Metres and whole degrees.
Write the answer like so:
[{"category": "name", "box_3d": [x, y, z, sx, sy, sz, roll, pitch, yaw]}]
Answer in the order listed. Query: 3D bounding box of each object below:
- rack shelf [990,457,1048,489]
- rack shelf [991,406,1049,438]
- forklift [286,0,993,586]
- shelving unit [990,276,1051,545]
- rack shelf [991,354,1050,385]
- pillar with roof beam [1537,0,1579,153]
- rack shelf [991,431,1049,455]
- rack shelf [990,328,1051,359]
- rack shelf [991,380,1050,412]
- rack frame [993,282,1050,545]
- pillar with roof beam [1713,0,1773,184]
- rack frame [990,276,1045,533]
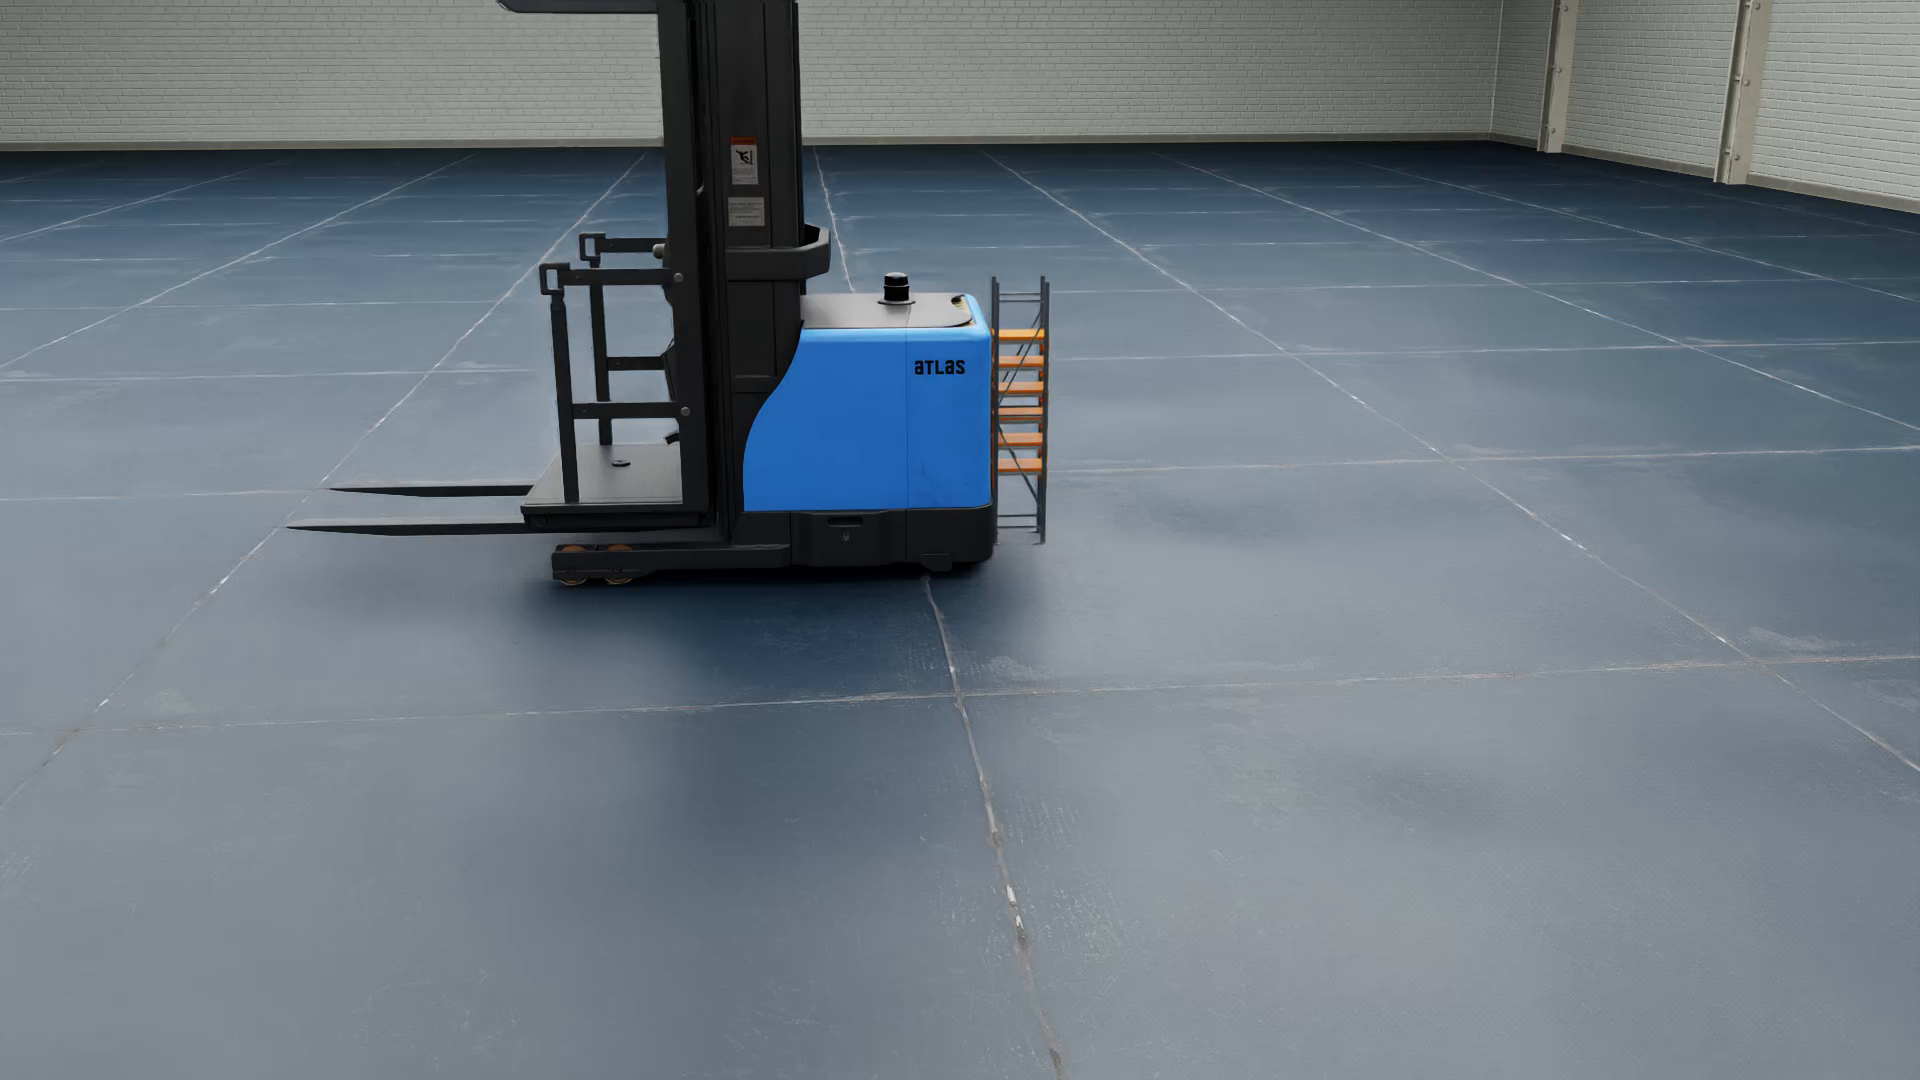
[{"category": "rack shelf", "box_3d": [0.265, -0.307, 7.601, 0.258, 0.103, 0.180, -1, 17, -3]}, {"category": "rack shelf", "box_3d": [0.265, -0.536, 7.529, 0.258, 0.103, 0.180, -1, 17, -3]}, {"category": "forklift", "box_3d": [-1.394, -1.368, 7.142, 3.031, 2.935, 1.130, -1, 17, -3]}, {"category": "shelving unit", "box_3d": [0.265, -0.578, 7.516, 0.258, 1.200, 0.189, -1, 17, -3]}, {"category": "rack shelf", "box_3d": [0.265, -0.765, 7.457, 0.258, 0.103, 0.180, -1, 17, -3]}, {"category": "pillar with roof beam", "box_3d": [6.354, -11.165, 28.216, 9.100, 9.000, 0.400, -2, 18, -6]}, {"category": "rack shelf", "box_3d": [0.265, -0.422, 7.565, 0.258, 0.103, 0.180, -1, 17, -3]}, {"category": "rack shelf", "box_3d": [0.266, -0.880, 7.422, 0.258, 0.103, 0.180, -1, 17, -3]}, {"category": "rack shelf", "box_3d": [0.265, -0.651, 7.493, 0.258, 0.103, 0.180, -1, 17, -3]}, {"category": "rack frame", "box_3d": [0.271, -0.551, 7.429, 0.240, 1.200, 0.006, -1, 17, -3]}, {"category": "pillar with roof beam", "box_3d": [6.973, -9.377, 22.522, 9.100, 9.000, 0.400, -2, 18, -6]}, {"category": "rack frame", "box_3d": [0.260, -0.606, 7.603, 0.240, 1.200, 0.006, -1, 17, -3]}]
